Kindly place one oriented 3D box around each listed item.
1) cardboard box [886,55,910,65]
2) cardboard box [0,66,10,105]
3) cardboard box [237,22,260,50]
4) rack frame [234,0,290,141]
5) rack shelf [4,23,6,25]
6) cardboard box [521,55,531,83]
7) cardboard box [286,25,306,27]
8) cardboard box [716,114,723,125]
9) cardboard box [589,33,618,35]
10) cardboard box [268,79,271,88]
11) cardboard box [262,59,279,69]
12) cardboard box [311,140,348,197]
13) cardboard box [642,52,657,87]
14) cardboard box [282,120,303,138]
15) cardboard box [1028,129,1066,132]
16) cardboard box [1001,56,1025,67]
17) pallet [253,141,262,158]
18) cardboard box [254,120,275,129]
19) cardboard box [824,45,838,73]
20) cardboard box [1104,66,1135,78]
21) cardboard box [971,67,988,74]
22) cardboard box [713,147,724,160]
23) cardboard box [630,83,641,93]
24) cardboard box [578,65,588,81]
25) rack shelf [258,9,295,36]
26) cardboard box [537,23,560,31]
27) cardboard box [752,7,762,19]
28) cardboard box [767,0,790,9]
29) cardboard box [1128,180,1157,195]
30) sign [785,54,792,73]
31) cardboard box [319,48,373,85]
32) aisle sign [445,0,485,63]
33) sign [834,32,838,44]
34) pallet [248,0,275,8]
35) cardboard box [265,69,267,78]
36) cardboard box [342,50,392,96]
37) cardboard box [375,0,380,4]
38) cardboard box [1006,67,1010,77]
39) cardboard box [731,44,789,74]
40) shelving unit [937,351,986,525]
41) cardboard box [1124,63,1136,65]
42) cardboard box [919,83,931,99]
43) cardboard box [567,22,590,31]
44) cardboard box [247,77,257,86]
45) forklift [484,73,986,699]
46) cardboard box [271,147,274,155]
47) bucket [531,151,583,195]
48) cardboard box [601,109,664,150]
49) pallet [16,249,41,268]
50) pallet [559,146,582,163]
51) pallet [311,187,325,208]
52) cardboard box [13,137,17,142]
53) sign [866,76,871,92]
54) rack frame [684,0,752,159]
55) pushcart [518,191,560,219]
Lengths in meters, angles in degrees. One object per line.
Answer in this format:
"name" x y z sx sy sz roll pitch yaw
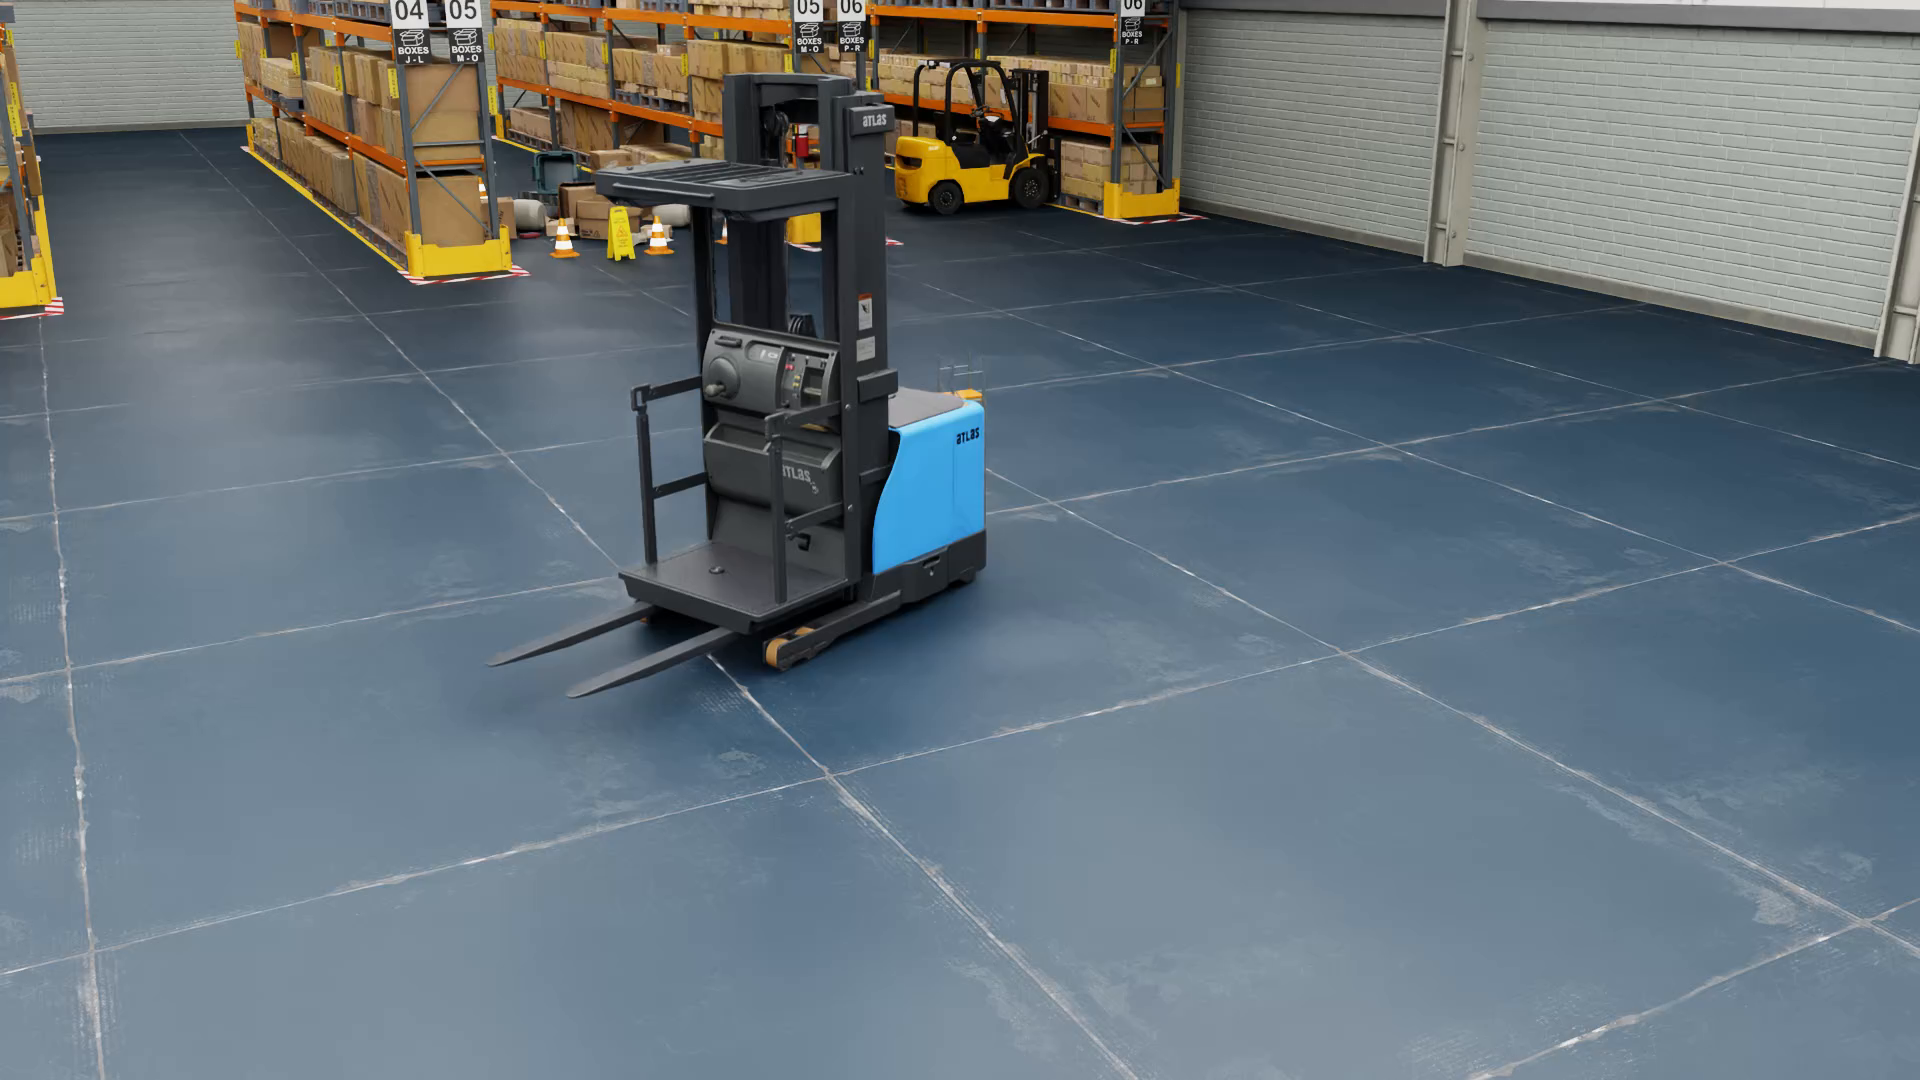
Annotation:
"cardboard box" -1.116 -8.660 29.981 0.380 0.149 0.250 -9 21 -25
"cardboard box" -10.446 -4.778 17.739 0.500 0.500 0.500 -10 21 -27
"cardboard box" -13.630 -9.741 32.119 0.500 0.500 0.500 -10 21 -27
"rack frame" -13.610 -9.250 32.840 1.000 3.000 0.127 -10 21 -27
"rack shelf" -17.073 -9.015 28.662 1.077 0.370 4.000 -10 21 -27
"cardboard box" -8.348 -9.327 32.910 0.500 0.500 0.500 -10 22 -27
"cardboard box" -11.969 -9.076 30.194 0.500 0.500 0.500 -11 22 -28
"cardboard box" -3.330 -6.130 24.182 0.380 0.149 0.250 -9 21 -25
"cardboard box" -6.493 -9.032 30.522 0.500 0.500 0.500 -9 21 -25
"cardboard box" -11.557 -7.774 28.304 0.380 0.149 0.250 -10 21 -26
"cardboard box" -11.790 -8.199 28.624 0.380 0.149 0.250 -9 21 -25
"cardboard box" -9.182 -5.650 25.210 1.050 0.750 0.750 -10 21 -26
"cardboard box" -4.750 -7.526 26.590 0.500 0.500 0.500 -11 22 -29
"cardboard box" -11.337 -7.068 28.554 0.500 0.250 0.500 -9 21 -25
"cardboard box" 1.422 -6.488 26.874 0.500 0.250 0.500 -10 22 -27
"cardboard box" 0.873 -7.670 26.656 0.380 0.149 0.250 -10 21 -26
"pallet" -13.219 -7.672 32.540 1.003 0.211 1.213 -10 21 -27
"cardboard box" -13.416 -8.027 32.109 0.380 0.149 0.250 -10 21 -27
"cardboard box" -2.384 -9.366 32.378 0.700 0.500 0.500 -10 21 -27
"cardboard box" 2.308 -6.787 24.099 0.380 0.149 0.250 -10 21 -27
"cardboard box" 0.406 -7.789 27.457 0.380 0.149 0.250 -9 21 -25
"cardboard box" -3.296 -5.491 24.369 0.500 0.500 0.500 -9 21 -24
"cardboard box" -5.205 -7.453 27.373 0.380 0.149 0.250 -10 21 -26
"cardboard box" -6.464 -8.305 29.564 0.500 0.250 0.500 -11 22 -28
"rack shelf" -10.760 -8.606 27.477 1.077 0.370 4.000 -10 21 -27
"cardboard box" -7.828 -9.763 31.647 0.380 0.149 0.250 -10 22 -28
"cardboard box" -2.584 -7.106 22.414 0.380 0.149 0.250 -10 21 -27
"cardboard box" -2.184 -7.046 21.627 0.500 0.250 0.500 -10 22 -27
"cardboard box" 2.602 -5.293 24.943 0.500 0.250 0.500 -10 21 -26
"sign" -2.201 -6.069 21.362 0.100 0.325 0.005 -10 21 -27
"cardboard box" -9.119 -7.051 24.781 0.700 0.500 0.500 -10 22 -27
"aisle sign" -5.714 -5.912 19.181 0.394 0.787 0.004 -10 21 -27
"sign" -2.548 -10.302 34.113 0.100 0.325 0.005 -10 21 -27
"pallet" -11.511 -9.237 28.492 1.213 0.211 1.003 -10 21 -27
"cardboard box" -11.680 -7.990 28.473 0.380 0.149 0.250 -9 21 -25
"cardboard box" -7.766 -6.276 22.334 0.875 0.550 0.550 -10 21 -27
"cardboard box" -6.587 -6.318 19.331 0.380 0.149 0.250 -10 21 -26
"cardboard box" 0.956 -7.448 26.470 0.380 0.149 0.250 -10 21 -27
"cardboard box" -2.705 -6.503 22.737 0.700 0.500 0.500 -10 22 -27
"shelving unit" 0.007 -0.563 10.424 0.258 1.200 0.189 -10 21 -27
"cardboard box" 2.459 -7.001 24.717 0.380 0.149 0.250 -10 21 -26
"cardboard box" -0.410 -7.842 28.989 0.500 0.250 0.500 -9 21 -25
"cardboard box" -7.323 -9.855 31.912 0.380 0.149 0.250 -10 22 -27
"cardboard box" -13.506 -8.836 32.023 0.380 0.149 0.250 -11 22 -28
"forklift" -1.149 -0.890 8.716 1.130 2.935 3.031 14 24 36
"cardboard box" -12.428 -7.166 30.527 0.380 0.149 0.250 -11 22 -28
"bucket" -5.818 -5.295 24.065 0.726 0.611 0.620 -3 9 -8
"cardboard box" -5.757 -7.155 29.381 0.875 0.875 0.875 -10 22 -27
"pallet" -11.391 -3.210 19.610 1.003 0.211 1.213 -10 21 -27
"pallet" -6.969 -7.370 31.665 1.003 0.211 1.213 -10 21 -27
"pallet" -9.503 -5.398 25.950 1.003 0.211 1.213 -10 21 -27
"cardboard box" -11.963 -4.931 20.709 0.380 0.149 0.250 -10 21 -27
"sign" -1.226 -5.946 21.938 0.100 0.325 0.005 -10 21 -27
"rack frame" -3.603 -6.601 25.163 1.000 3.000 0.127 -10 21 -27
"pushcart" -5.586 -4.994 24.526 0.936 0.377 1.648 16 25 39
